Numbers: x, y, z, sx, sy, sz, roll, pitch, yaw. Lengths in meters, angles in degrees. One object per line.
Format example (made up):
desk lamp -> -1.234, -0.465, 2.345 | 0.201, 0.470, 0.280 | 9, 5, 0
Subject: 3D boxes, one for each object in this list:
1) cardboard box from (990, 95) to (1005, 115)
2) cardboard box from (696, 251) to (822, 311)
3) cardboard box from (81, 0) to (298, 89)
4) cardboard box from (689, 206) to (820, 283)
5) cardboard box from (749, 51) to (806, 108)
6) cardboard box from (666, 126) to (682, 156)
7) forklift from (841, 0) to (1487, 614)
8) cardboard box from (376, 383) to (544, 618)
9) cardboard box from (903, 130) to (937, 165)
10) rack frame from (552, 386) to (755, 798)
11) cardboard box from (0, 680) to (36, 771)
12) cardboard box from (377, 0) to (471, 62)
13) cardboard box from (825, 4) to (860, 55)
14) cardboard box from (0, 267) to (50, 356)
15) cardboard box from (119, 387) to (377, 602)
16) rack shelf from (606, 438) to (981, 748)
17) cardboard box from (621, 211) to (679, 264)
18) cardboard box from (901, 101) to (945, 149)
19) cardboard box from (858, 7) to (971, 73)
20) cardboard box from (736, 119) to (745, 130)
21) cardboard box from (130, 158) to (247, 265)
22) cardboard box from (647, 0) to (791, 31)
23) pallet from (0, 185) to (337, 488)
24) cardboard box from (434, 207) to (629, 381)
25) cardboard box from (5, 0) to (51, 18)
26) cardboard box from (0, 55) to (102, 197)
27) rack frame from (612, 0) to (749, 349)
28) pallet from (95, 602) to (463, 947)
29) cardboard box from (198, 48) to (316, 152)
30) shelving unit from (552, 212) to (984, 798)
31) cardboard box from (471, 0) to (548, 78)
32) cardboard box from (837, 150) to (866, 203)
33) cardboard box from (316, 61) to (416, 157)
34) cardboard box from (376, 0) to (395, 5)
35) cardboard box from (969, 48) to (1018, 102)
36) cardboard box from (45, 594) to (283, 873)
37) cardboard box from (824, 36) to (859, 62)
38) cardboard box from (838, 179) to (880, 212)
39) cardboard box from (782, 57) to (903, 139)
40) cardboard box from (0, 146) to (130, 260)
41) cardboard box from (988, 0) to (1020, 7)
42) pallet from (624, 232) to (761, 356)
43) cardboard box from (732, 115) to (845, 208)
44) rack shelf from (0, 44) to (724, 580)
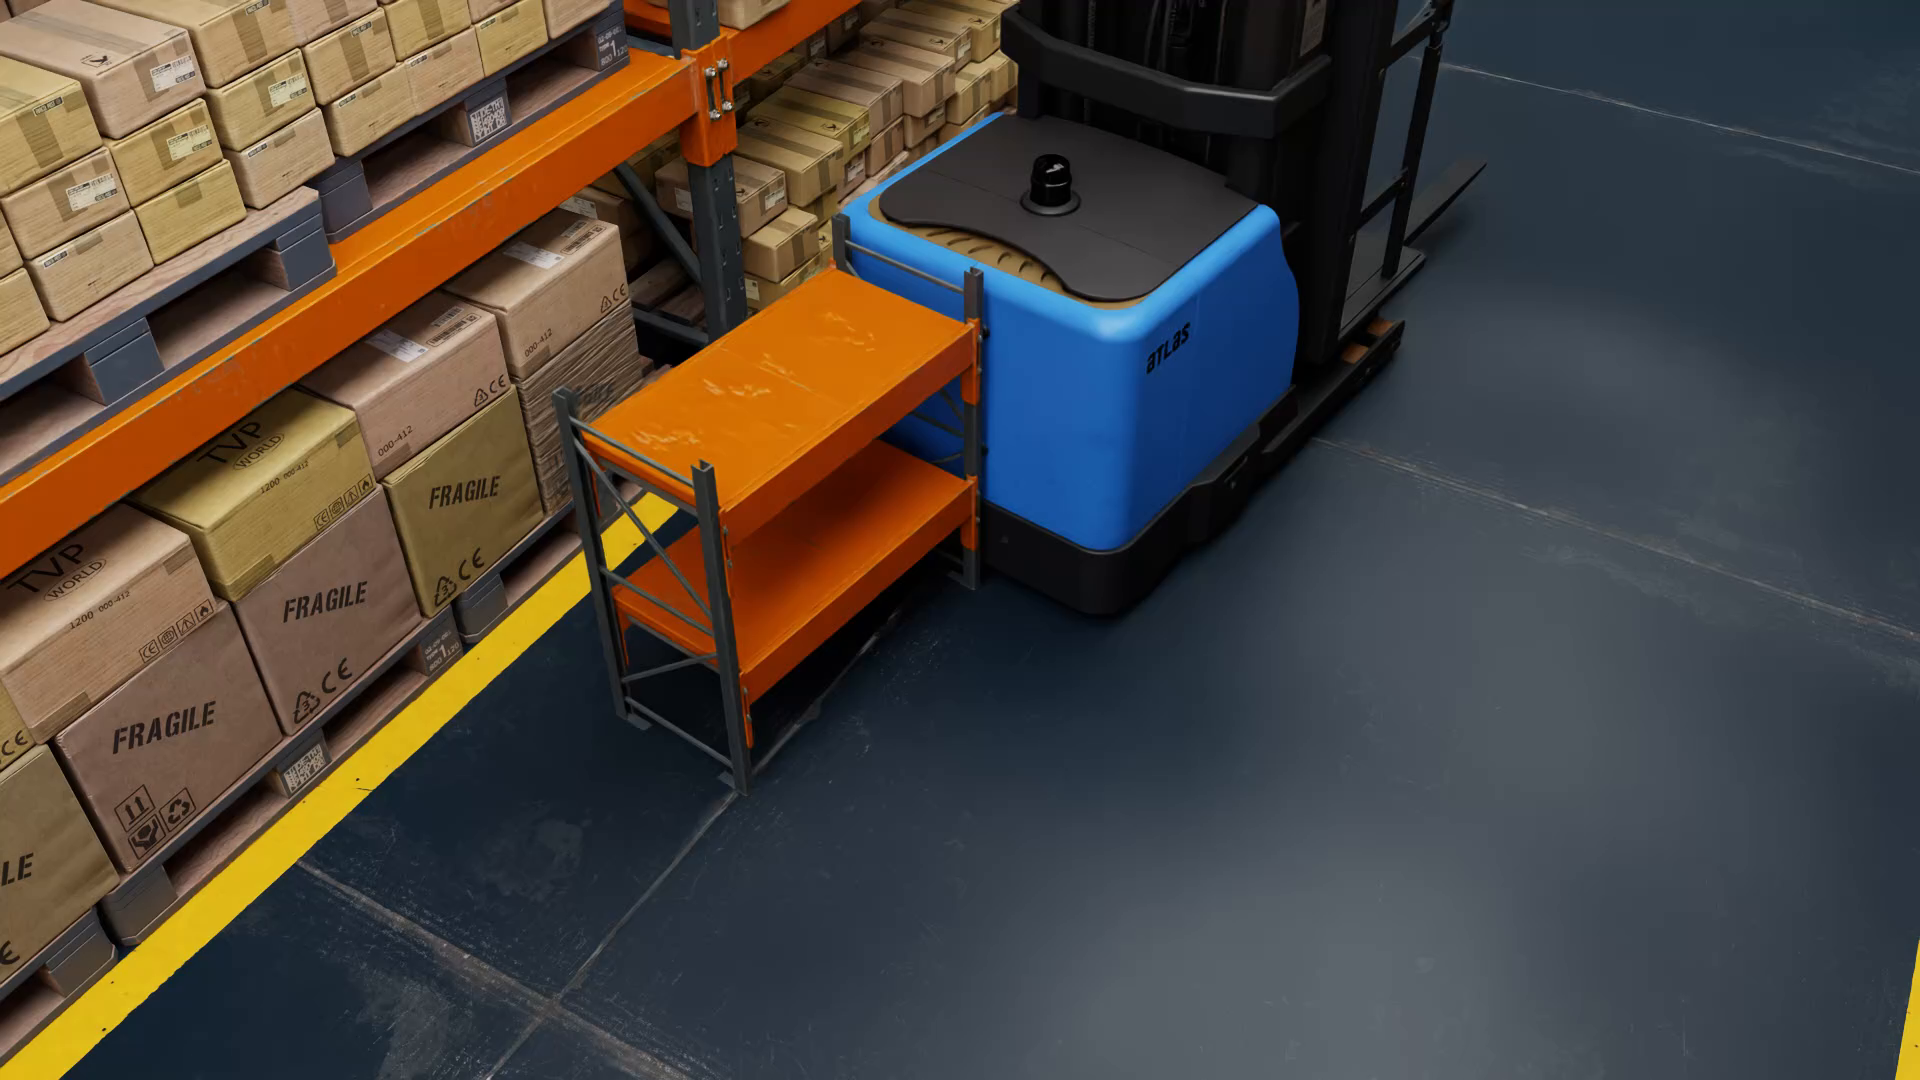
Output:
cardboard box -> -0.036, -1.888, 6.964 | 0.380, 0.149, 0.250 | 22, 46, 23
cardboard box -> -0.715, -0.957, 5.906 | 0.380, 0.149, 0.250 | 19, 45, 20
cardboard box -> -1.729, -1.168, 3.729 | 0.380, 0.149, 0.250 | 19, 45, 21
cardboard box -> -0.717, -1.068, 5.807 | 0.380, 0.149, 0.250 | 23, 46, 24
cardboard box -> -0.813, -1.794, 6.407 | 0.380, 0.149, 0.250 | 22, 46, 23
cardboard box -> -1.129, -1.527, 6.103 | 0.380, 0.149, 0.250 | 21, 46, 23
forklift -> 0.928, -1.804, 5.081 | 1.130, 2.935, 3.031 | 27, 48, 27
cardboard box -> -1.585, -0.186, 4.765 | 0.500, 0.500, 0.500 | 20, 45, 21
cardboard box -> -0.314, -1.596, 6.632 | 0.380, 0.149, 0.250 | 19, 45, 20
rack frame -> -0.761, 0.162, 4.214 | 0.500, 1.125, 0.032 | 27, 48, 27
cardboard box -> -2.369, 0.416, 3.514 | 0.500, 0.250, 0.500 | 20, 45, 22
cardboard box -> -1.461, -1.357, 4.168 | 0.380, 0.149, 0.250 | 23, 46, 24
cardboard box -> -0.633, -2.138, 6.797 | 0.380, 0.149, 0.250 | 19, 45, 21
cardboard box -> -2.116, -0.490, 3.409 | 0.380, 0.149, 0.250 | 22, 46, 23
cardboard box -> -1.850, -0.161, 4.169 | 0.500, 0.250, 0.500 | 19, 45, 20
rack shelf -> -0.453, 0.079, 4.680 | 0.538, 0.278, 1.000 | 27, 48, 27
cardboard box -> -1.274, -1.192, 6.173 | 0.380, 0.149, 0.250 | 21, 46, 23
cardboard box -> -0.282, -1.697, 6.521 | 0.380, 0.149, 0.250 | 23, 46, 24
cardboard box -> -0.177, -1.964, 6.600 | 0.380, 0.149, 0.250 | 19, 45, 20
cardboard box -> -1.049, -1.570, 6.377 | 0.380, 0.149, 0.250 | 19, 45, 21
cardboard box -> -1.852, -0.791, 3.751 | 0.380, 0.149, 0.250 | 23, 46, 24
cardboard box -> -0.750, -1.726, 5.131 | 0.380, 0.149, 0.250 | 23, 46, 24
pallet -> -2.222, -0.552, 3.753 | 1.003, 0.211, 1.213 | 21, 45, 22
cardboard box -> -1.329, -0.758, 4.847 | 0.500, 0.250, 0.500 | 20, 45, 21
cardboard box -> -2.290, -1.384, 3.974 | 0.380, 0.149, 0.250 | 21, 45, 22
cardboard box -> -1.993, -0.859, 3.378 | 0.380, 0.149, 0.250 | 20, 45, 21
rack frame -> -1.175, -1.767, 4.987 | 1.000, 3.000, 0.127 | 21, 45, 22
pallet -> -2.173, 0.426, 4.606 | 1.003, 0.211, 1.213 | 21, 45, 22
cardboard box -> -1.725, -1.050, 3.820 | 0.380, 0.149, 0.250 | 19, 45, 20
shelving unit -> -0.453, -0.105, 4.518 | 0.538, 1.125, 1.048 | 27, 48, 27
cardboard box -> -1.332, -1.388, 4.429 | 0.380, 0.149, 0.250 | 21, 46, 22
cardboard box -> -0.577, -1.393, 6.177 | 0.380, 0.149, 0.250 | 21, 45, 22
cardboard box -> -1.584, -1.103, 4.106 | 0.380, 0.149, 0.250 | 19, 45, 20
cardboard box -> -1.472, -1.458, 4.058 | 0.380, 0.149, 0.250 | 19, 45, 21
cardboard box -> 0.045, -1.953, 6.812 | 0.380, 0.149, 0.250 | 21, 46, 22
cardboard box -> -2.101, 0.398, 4.102 | 0.500, 0.500, 0.500 | 20, 45, 21
cardboard box -> -0.577, -1.980, 6.843 | 0.380, 0.149, 0.250 | 19, 45, 20
cardboard box -> -0.502, -1.268, 6.260 | 0.380, 0.149, 0.250 | 21, 45, 22
cardboard box -> -0.440, -1.662, 6.257 | 0.380, 0.149, 0.250 | 20, 45, 21
cardboard box -> -1.986, -0.756, 3.486 | 0.380, 0.149, 0.250 | 23, 46, 24
cardboard box -> 0.087, -2.251, 6.926 | 0.380, 0.149, 0.250 | 19, 45, 21
pallet -> -0.870, -1.116, 6.358 | 1.003, 0.211, 1.213 | 21, 45, 22
cardboard box -> -0.634, -1.344, 5.896 | 0.380, 0.149, 0.250 | 23, 46, 24
rack shelf -> -2.176, -0.352, 3.925 | 1.077, 0.370, 4.000 | 21, 45, 22
